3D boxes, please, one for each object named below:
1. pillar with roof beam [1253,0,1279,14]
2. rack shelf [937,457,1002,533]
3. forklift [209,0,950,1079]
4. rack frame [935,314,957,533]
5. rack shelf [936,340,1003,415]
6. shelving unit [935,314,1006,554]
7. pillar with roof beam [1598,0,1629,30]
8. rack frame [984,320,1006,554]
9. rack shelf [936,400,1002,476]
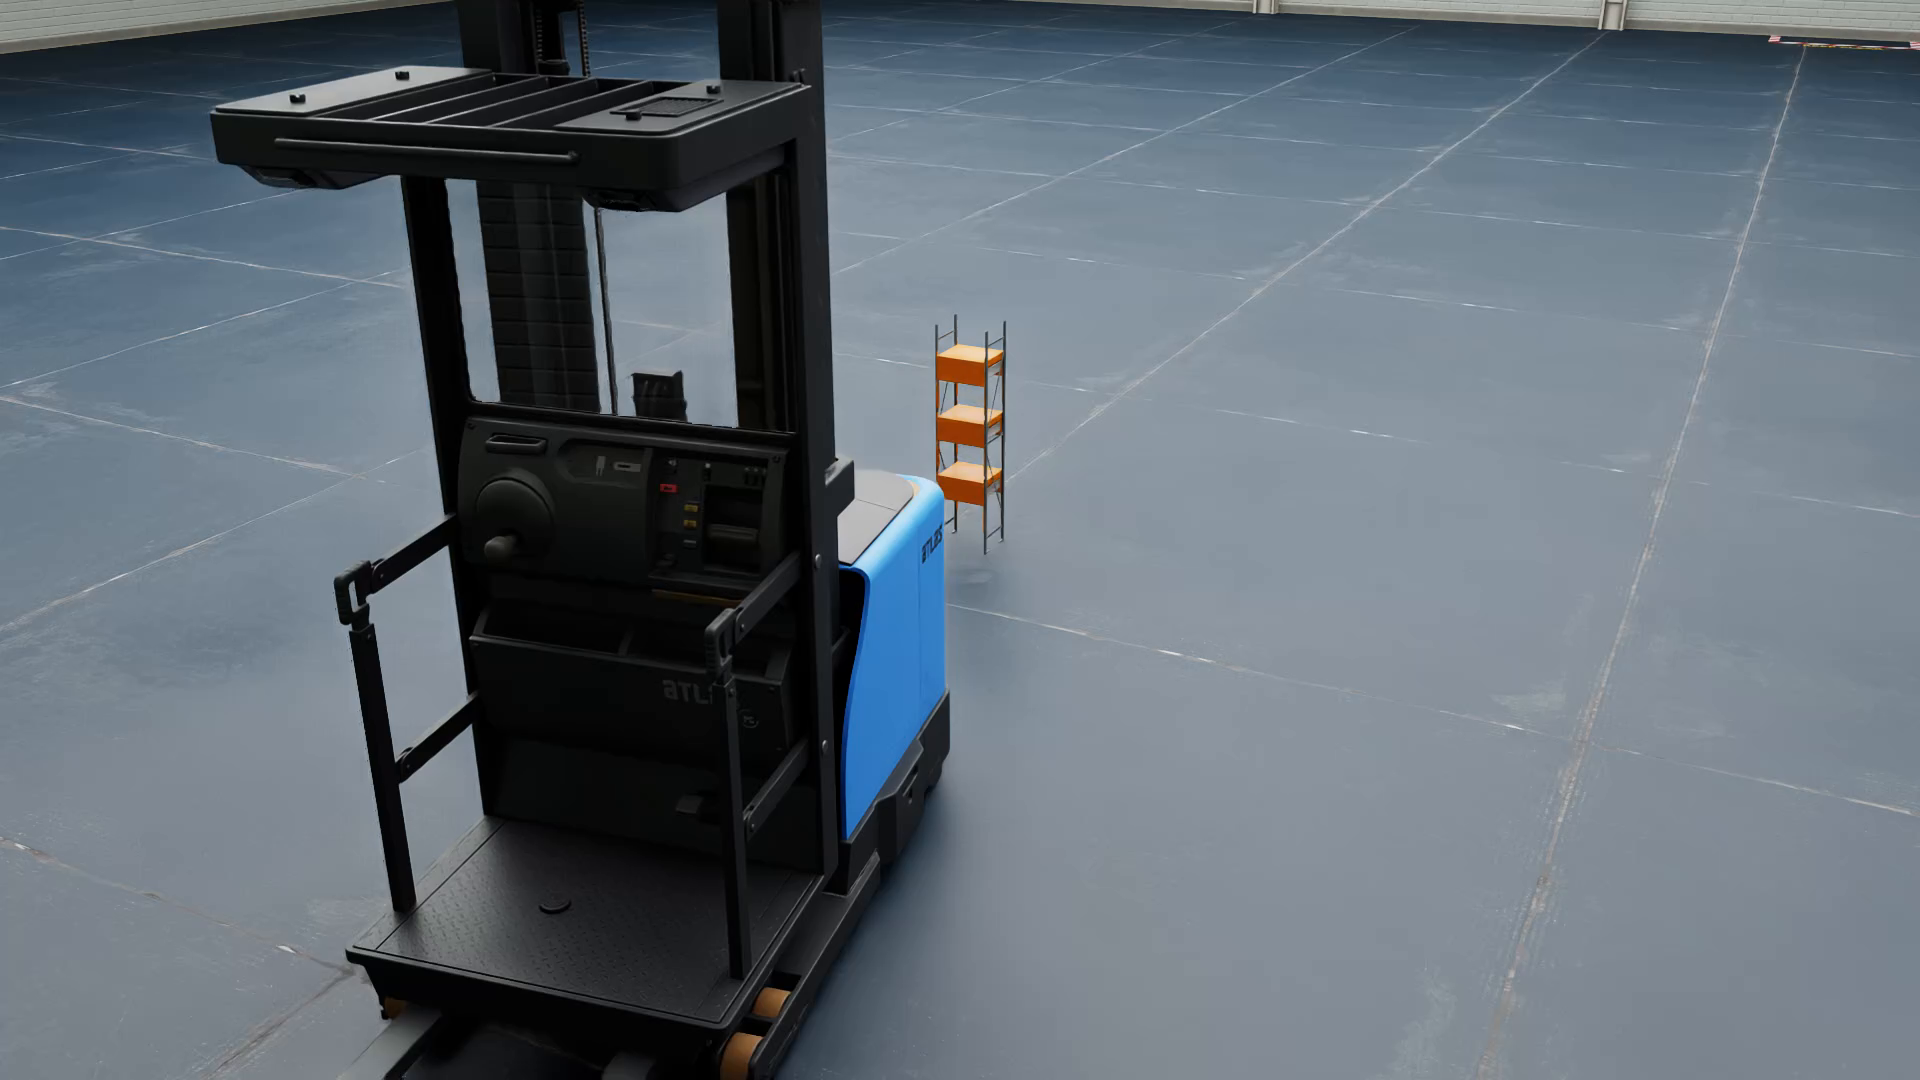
[{"bbox_3d":[3.655,-12.290,25.149,0.400,9.000,9.100,11,25,25],"label":"pillar with roof beam"},{"bbox_3d":[0.048,-0.208,7.635,0.240,0.259,0.215,11,25,25],"label":"rack shelf"},{"bbox_3d":[-0.953,-0.069,4.168,1.130,2.935,3.031,7,24,16],"label":"forklift"},{"bbox_3d":[-0.061,-0.495,7.573,0.008,1.050,0.200,11,25,25],"label":"rack frame"},{"bbox_3d":[0.048,-0.725,7.415,0.240,0.259,0.215,11,25,25],"label":"rack shelf"},{"bbox_3d":[0.048,-0.474,7.522,0.252,1.050,0.215,11,25,25],"label":"shelving unit"},{"bbox_3d":[9.009,-11.230,22.658,0.400,9.000,9.100,11,25,25],"label":"pillar with roof beam"},{"bbox_3d":[0.157,-0.452,7.472,0.008,1.050,0.200,11,25,25],"label":"rack frame"},{"bbox_3d":[0.048,-0.464,7.526,0.240,0.259,0.215,11,25,25],"label":"rack shelf"}]
